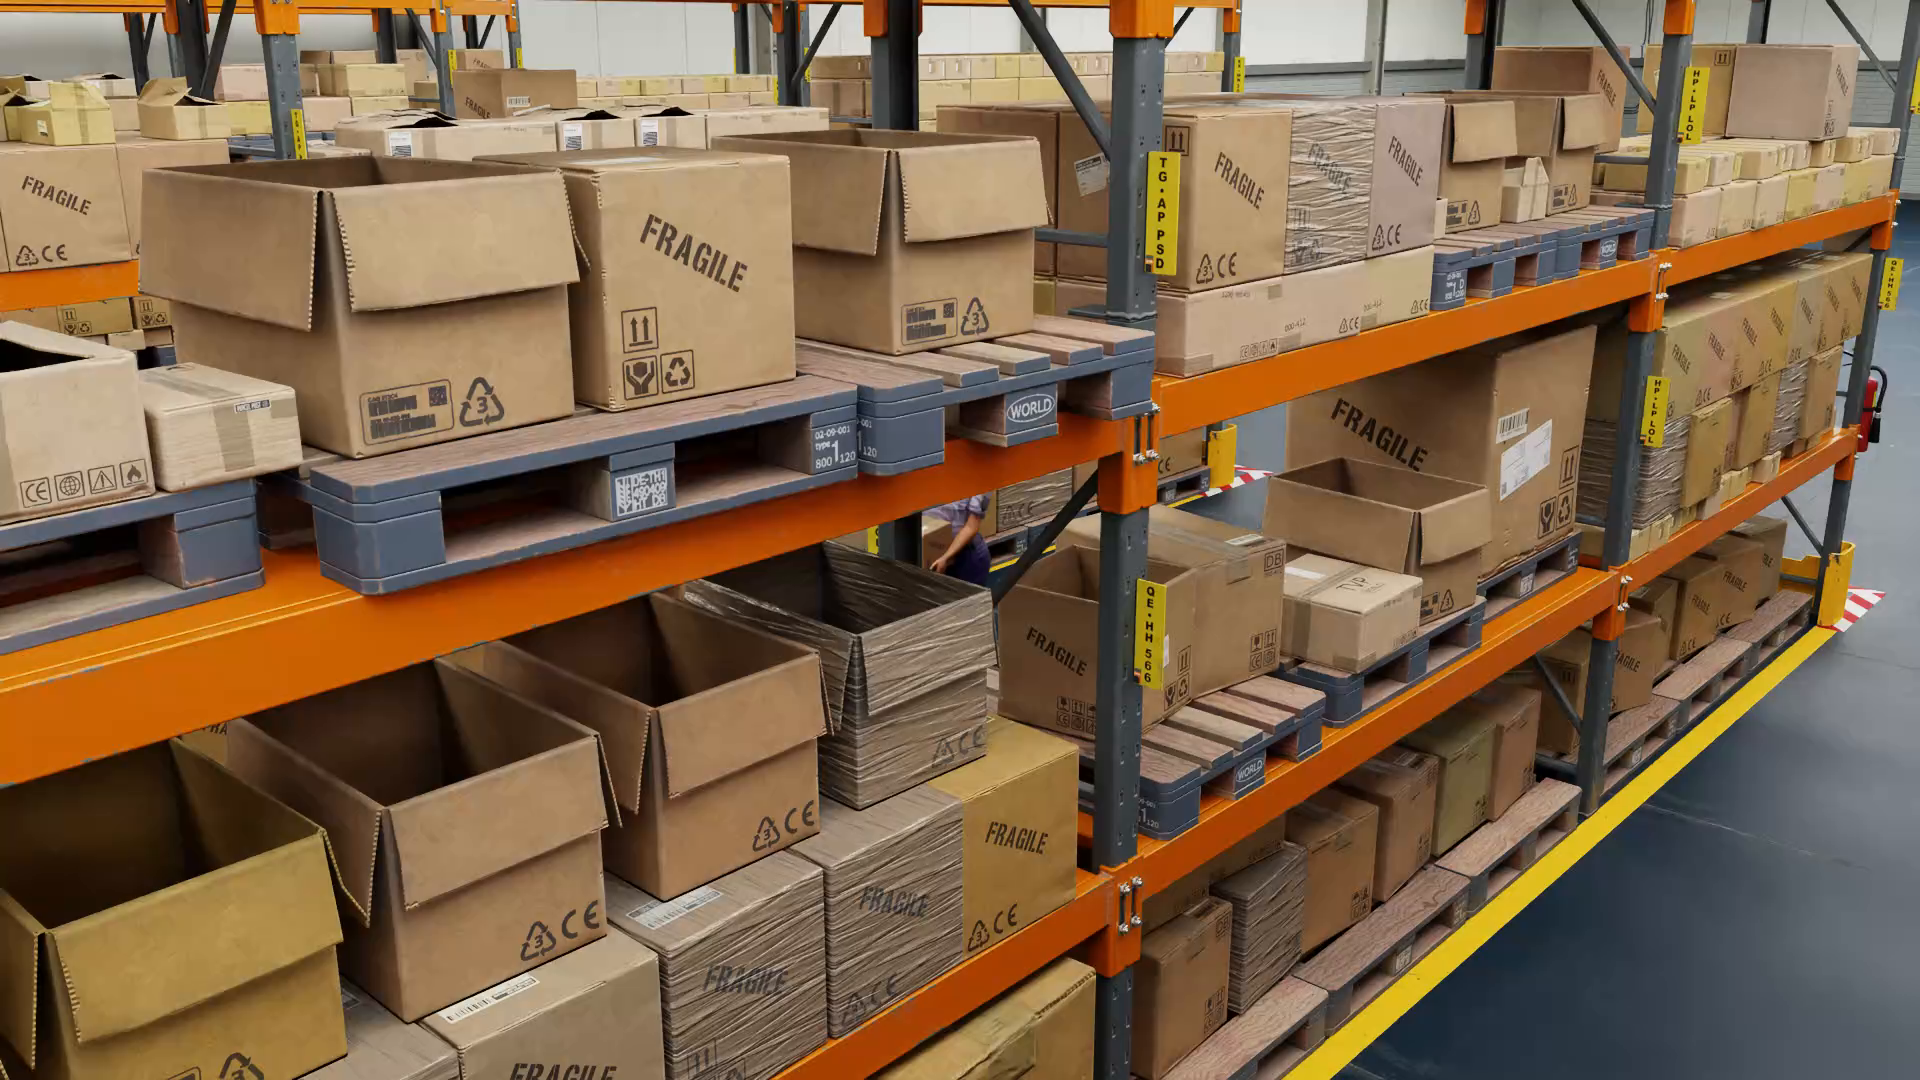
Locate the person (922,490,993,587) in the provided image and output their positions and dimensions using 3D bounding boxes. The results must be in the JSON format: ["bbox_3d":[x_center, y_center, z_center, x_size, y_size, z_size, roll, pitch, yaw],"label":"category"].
[{"bbox_3d":[-0.086,0.158,9.574,0.453,1.637,0.523,15,23,41],"label":"person"}]
